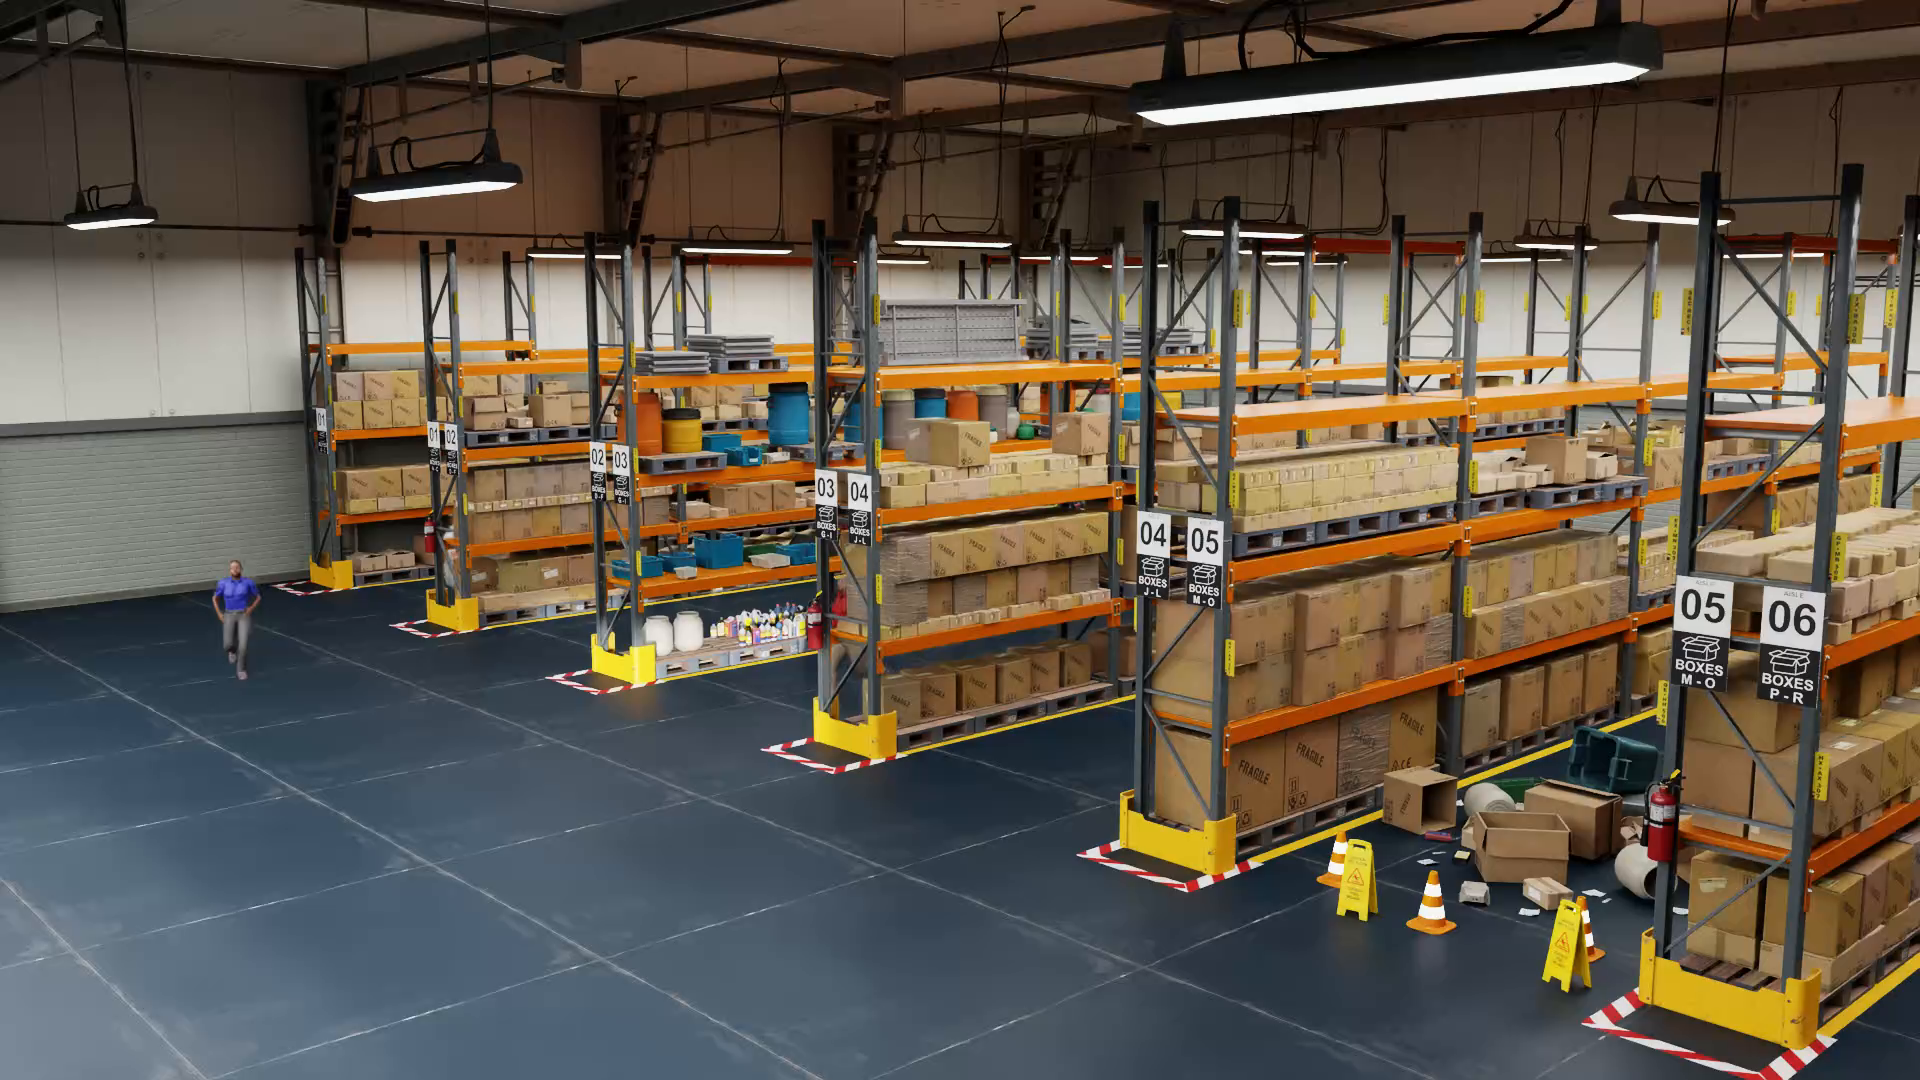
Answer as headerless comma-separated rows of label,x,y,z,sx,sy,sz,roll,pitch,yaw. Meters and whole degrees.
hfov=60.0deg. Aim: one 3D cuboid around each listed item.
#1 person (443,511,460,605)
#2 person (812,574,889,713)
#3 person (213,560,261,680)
person,-8.381,0.312,27.760,0.614,1.626,0.551,5,10,33
person,-1.392,1.276,20.966,0.631,1.739,1.093,8,11,43
person,-9.833,1.073,22.651,0.614,1.617,0.559,-3,9,-18
